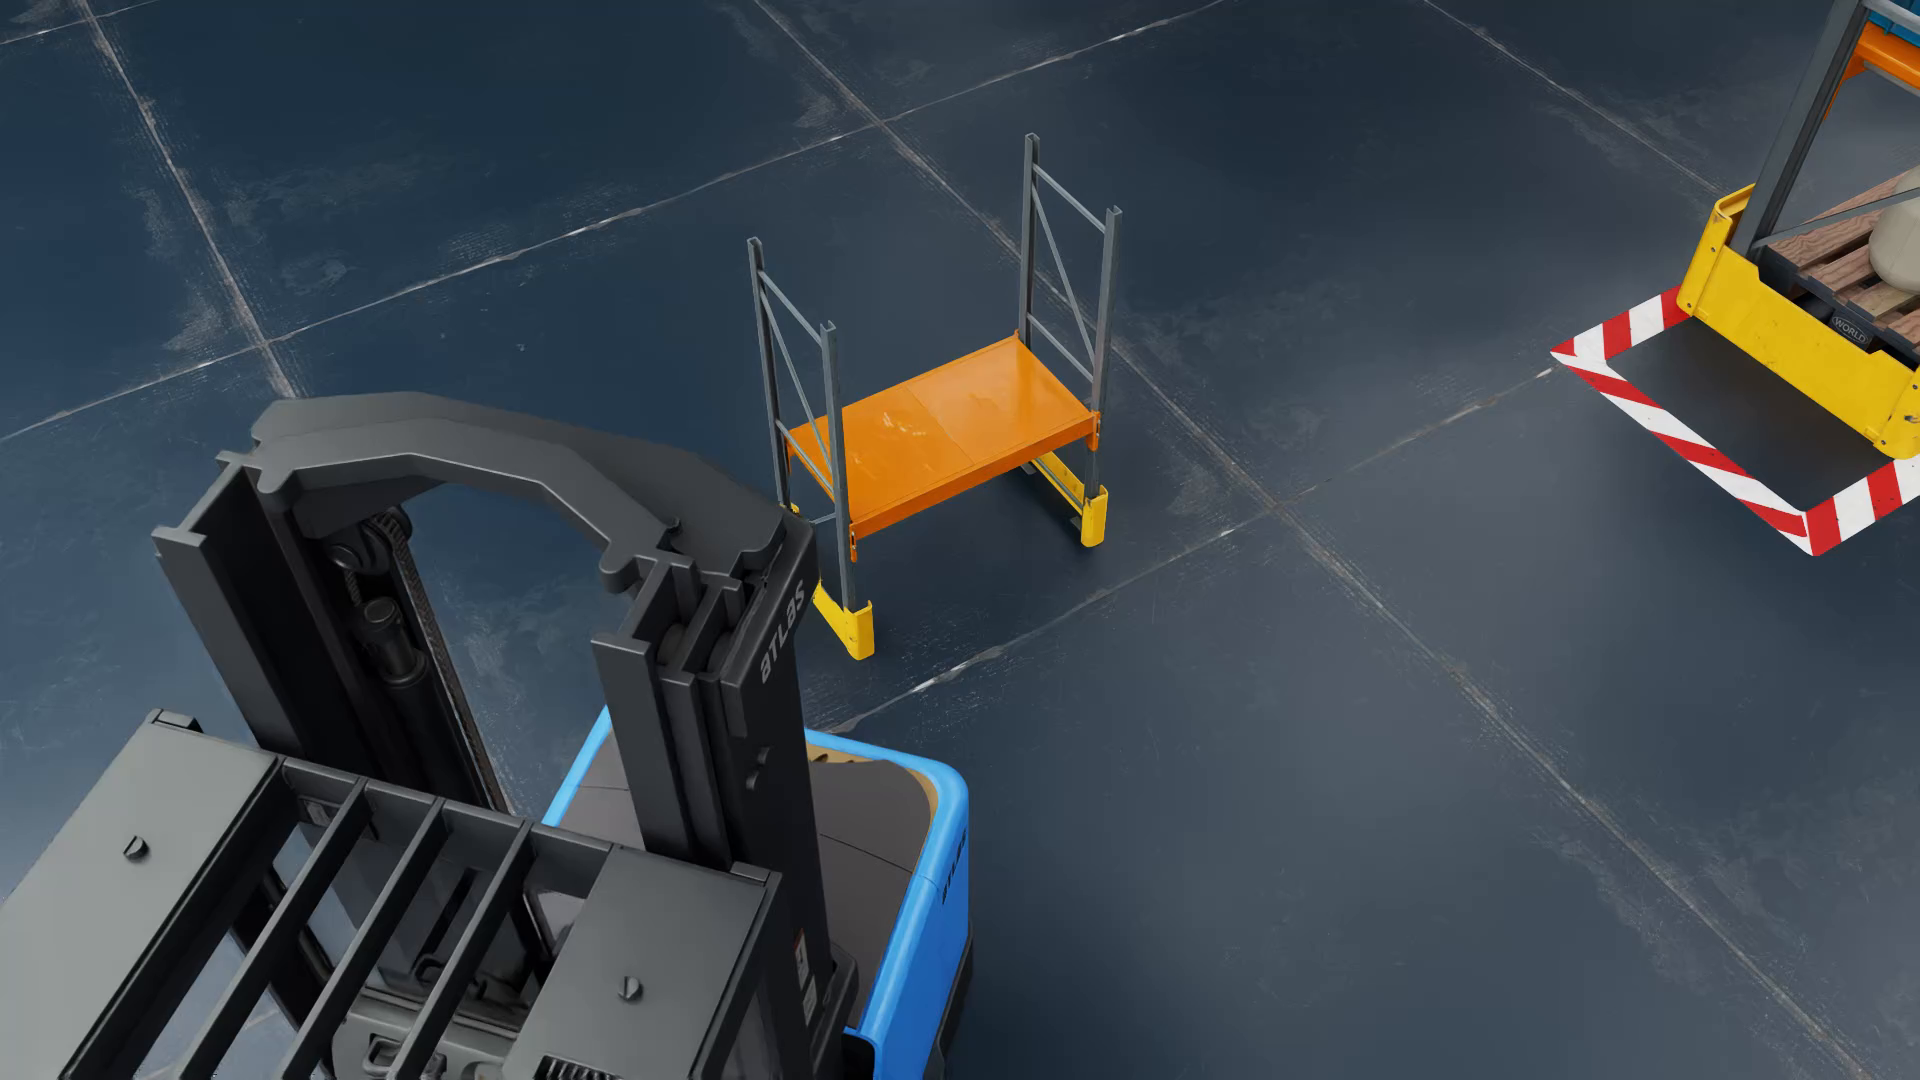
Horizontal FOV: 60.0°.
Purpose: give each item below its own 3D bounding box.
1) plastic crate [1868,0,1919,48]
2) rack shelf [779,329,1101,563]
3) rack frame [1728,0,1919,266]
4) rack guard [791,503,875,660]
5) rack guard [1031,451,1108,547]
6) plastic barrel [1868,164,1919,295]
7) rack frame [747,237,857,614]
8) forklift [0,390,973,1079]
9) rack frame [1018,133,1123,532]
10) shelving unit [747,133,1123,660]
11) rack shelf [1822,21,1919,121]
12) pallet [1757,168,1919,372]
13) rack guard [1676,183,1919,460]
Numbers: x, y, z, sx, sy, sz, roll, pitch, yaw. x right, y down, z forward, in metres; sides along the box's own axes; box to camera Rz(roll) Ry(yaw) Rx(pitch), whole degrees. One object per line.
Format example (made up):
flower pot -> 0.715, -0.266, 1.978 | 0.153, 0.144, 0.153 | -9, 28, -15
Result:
plastic crate -> 3.740, -2.011, 6.132 | 0.616, 0.251, 0.499 | -25, 53, -21
rack shelf -> -0.072, -0.345, 5.794 | 1.000, 0.185, 0.538 | -25, 53, -21
rack frame -> 3.476, -1.672, 5.730 | 0.127, 3.000, 1.000 | -25, 53, -21
rack guard -> -0.486, 0.146, 5.953 | 0.087, 0.250, 0.587 | -25, 53, -21
rack guard -> 0.357, -0.251, 6.306 | 0.087, 0.250, 0.587 | -25, 53, -21
plastic barrel -> 3.992, -1.294, 6.779 | 0.421, 0.512, 0.421 | 0, 48, 0
rack frame -> -0.502, -0.262, 5.479 | 0.032, 1.500, 0.500 | -25, 53, -21
forklift -> -0.869, 1.284, 3.144 | 1.130, 2.935, 3.031 | 12, 49, 11
rack frame -> 0.358, -0.667, 5.840 | 0.032, 1.500, 0.500 | -25, 53, -21
shelving unit -> -0.064, -0.468, 5.663 | 1.083, 1.500, 0.587 | -25, 53, -21
rack shelf -> 5.168, -2.229, 6.708 | 4.000, 0.370, 1.077 | -25, 53, -21
pallet -> 4.205, -1.125, 7.110 | 1.213, 0.211, 1.003 | -25, 53, -21
rack guard -> 3.516, -0.900, 6.717 | 0.348, 0.500, 1.175 | -25, 53, -21
